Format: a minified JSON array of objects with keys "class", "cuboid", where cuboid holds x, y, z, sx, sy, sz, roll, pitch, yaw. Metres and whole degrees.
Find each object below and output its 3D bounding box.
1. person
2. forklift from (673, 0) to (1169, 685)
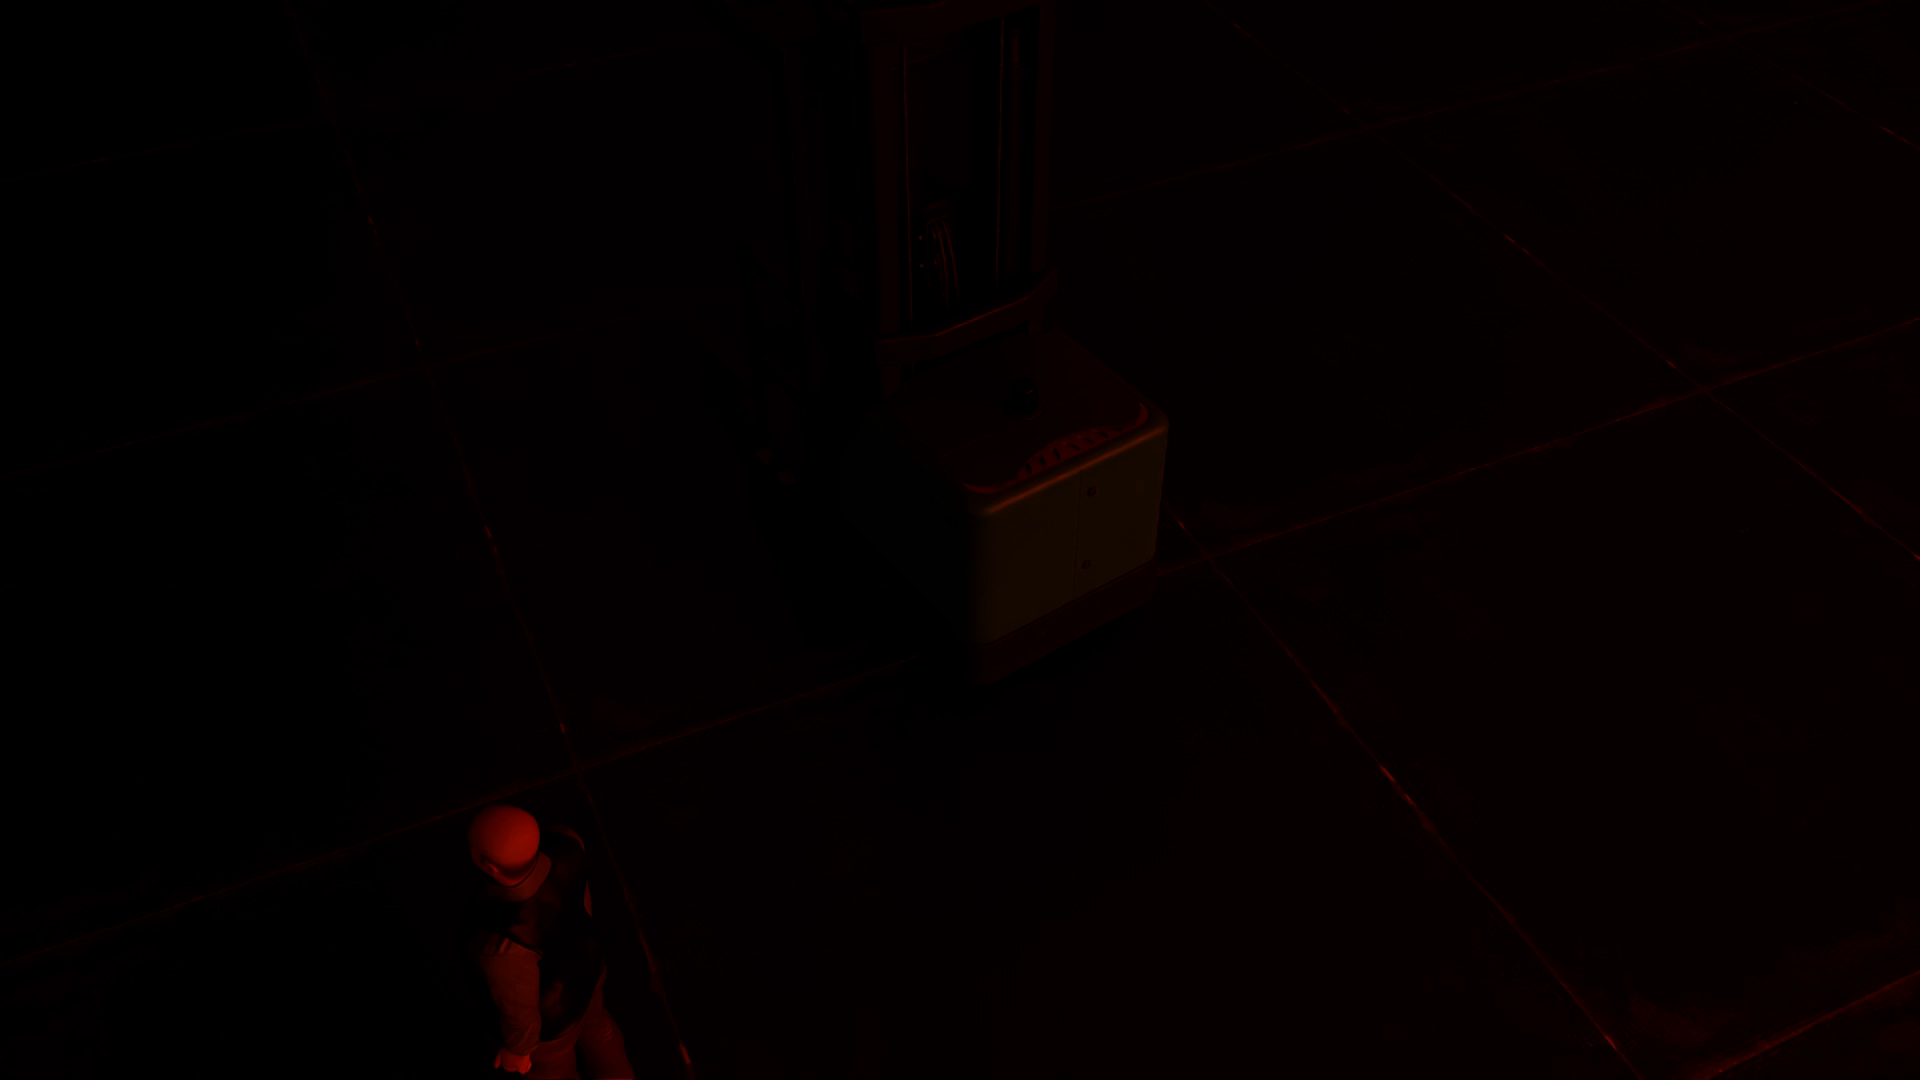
[{"class":"person","cuboid":[-1.277,1.375,5.093,0.361,1.725,0.533,9,44,10]},{"class":"forklift","cuboid":[-0.383,-1.423,7.205,1.130,2.935,3.031,-26,49,-25]}]
